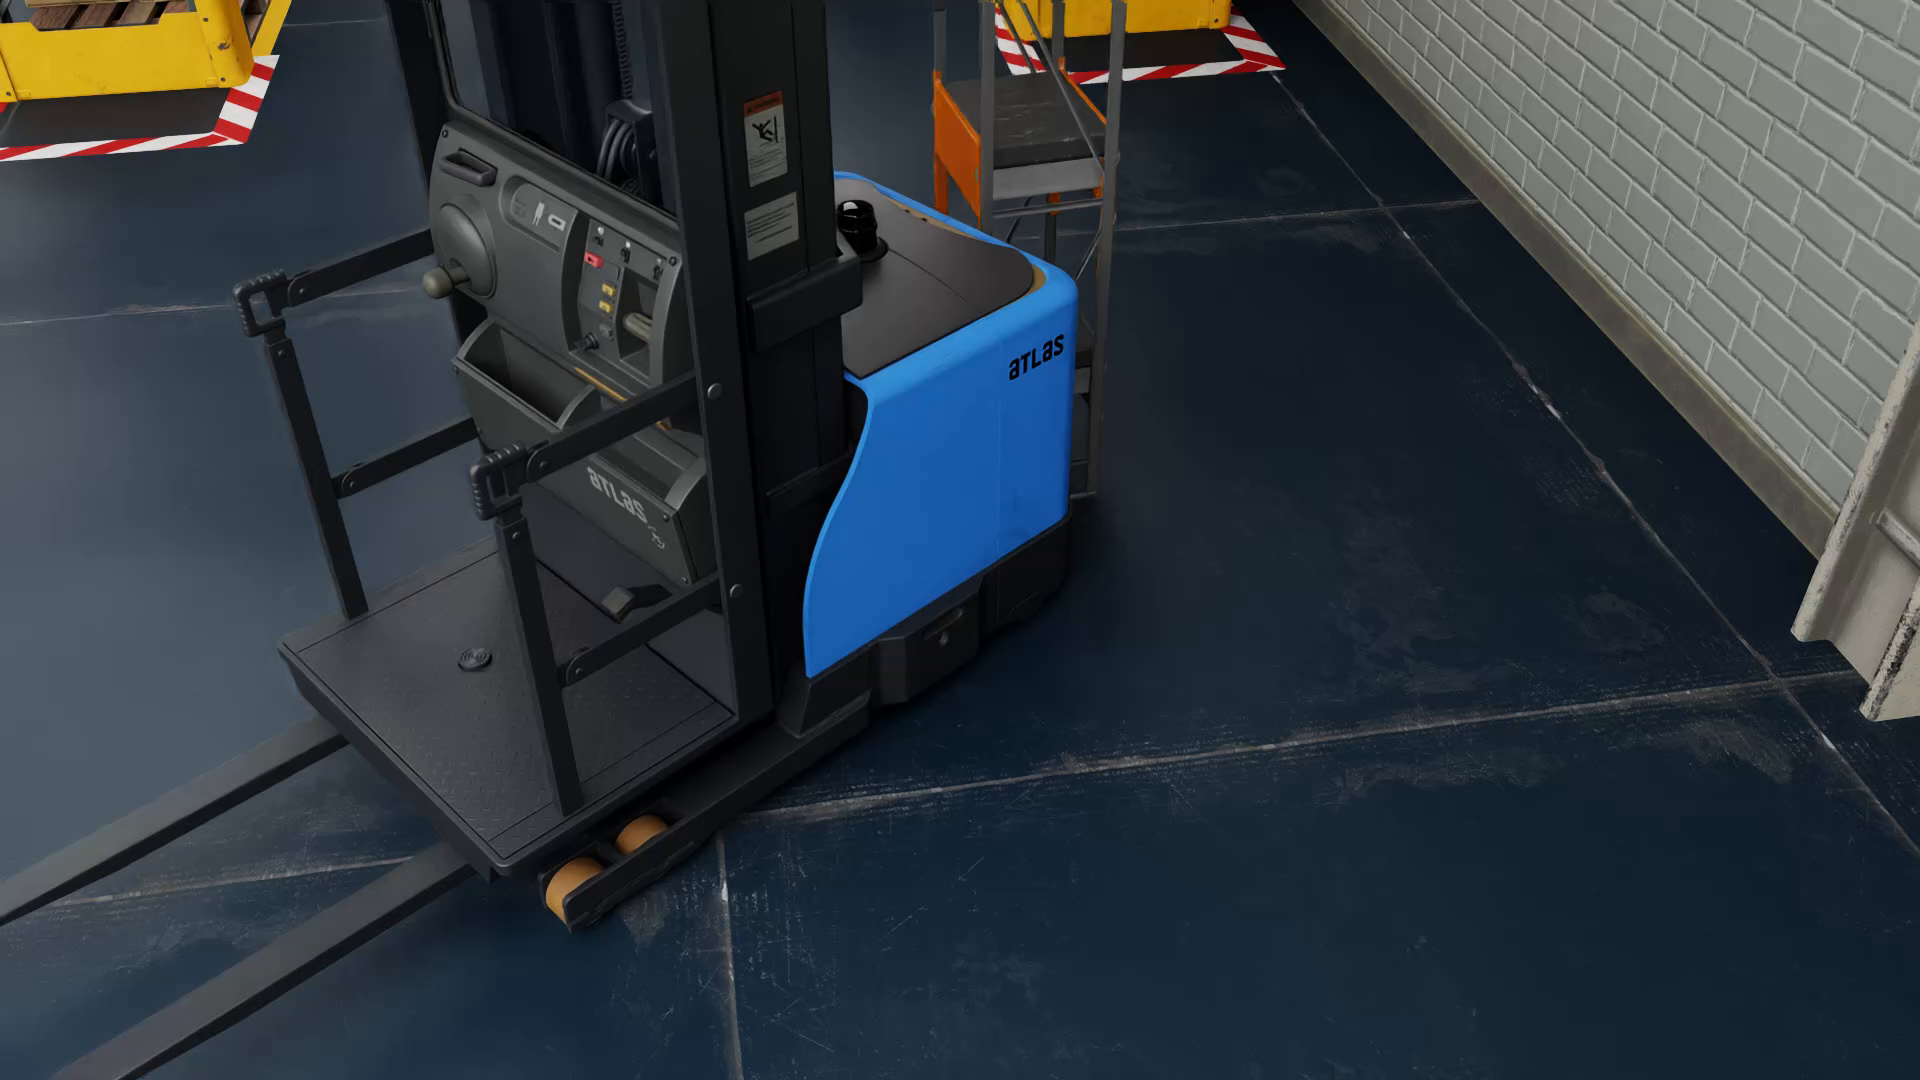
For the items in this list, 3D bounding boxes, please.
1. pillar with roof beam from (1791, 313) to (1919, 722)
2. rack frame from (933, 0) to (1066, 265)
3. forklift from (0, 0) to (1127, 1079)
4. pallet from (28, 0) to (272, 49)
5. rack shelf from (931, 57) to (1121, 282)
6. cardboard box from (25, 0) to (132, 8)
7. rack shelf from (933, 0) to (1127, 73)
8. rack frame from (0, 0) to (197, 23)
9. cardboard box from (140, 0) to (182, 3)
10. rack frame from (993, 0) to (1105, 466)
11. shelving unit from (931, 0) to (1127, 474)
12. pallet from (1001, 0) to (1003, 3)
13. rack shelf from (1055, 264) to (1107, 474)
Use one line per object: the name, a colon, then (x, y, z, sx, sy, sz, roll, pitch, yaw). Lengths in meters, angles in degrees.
pillar with roof beam: (-1.603, -2.724, 1.421, 9.100, 9.000, 0.400, -6, 38, -8)
rack frame: (0.117, -1.232, 5.125, 0.400, 2.100, 0.015, -10, 39, -12)
forklift: (-0.928, -0.665, 3.717, 3.425, 2.935, 1.130, -31, 48, -34)
pallet: (-4.189, -2.828, 8.718, 1.003, 0.211, 1.213, -6, 38, -8)
rack shelf: (0.184, -1.077, 4.948, 0.431, 0.518, 0.480, -10, 39, -12)
cardboard box: (-4.479, -2.942, 8.491, 0.500, 0.250, 0.500, -6, 38, -8)
rack shelf: (0.184, -1.630, 4.518, 0.431, 0.518, 0.480, -10, 39, -12)
rack frame: (-4.068, -3.388, 7.166, 1.000, 3.000, 0.127, -6, 38, -8)
cardboard box: (-3.937, -2.985, 8.547, 0.500, 0.250, 0.500, -7, 38, -8)
rack frame: (0.252, -0.944, 4.754, 0.380, 1.831, 0.006, -10, 39, -12)
shelving unit: (0.183, -1.090, 4.941, 0.431, 2.100, 0.499, -10, 39, -12)
pallet: (0.643, -3.281, 9.301, 1.003, 0.211, 1.213, -6, 38, -8)
rack shelf: (0.184, -0.525, 5.377, 0.431, 0.518, 0.480, -10, 39, -12)
